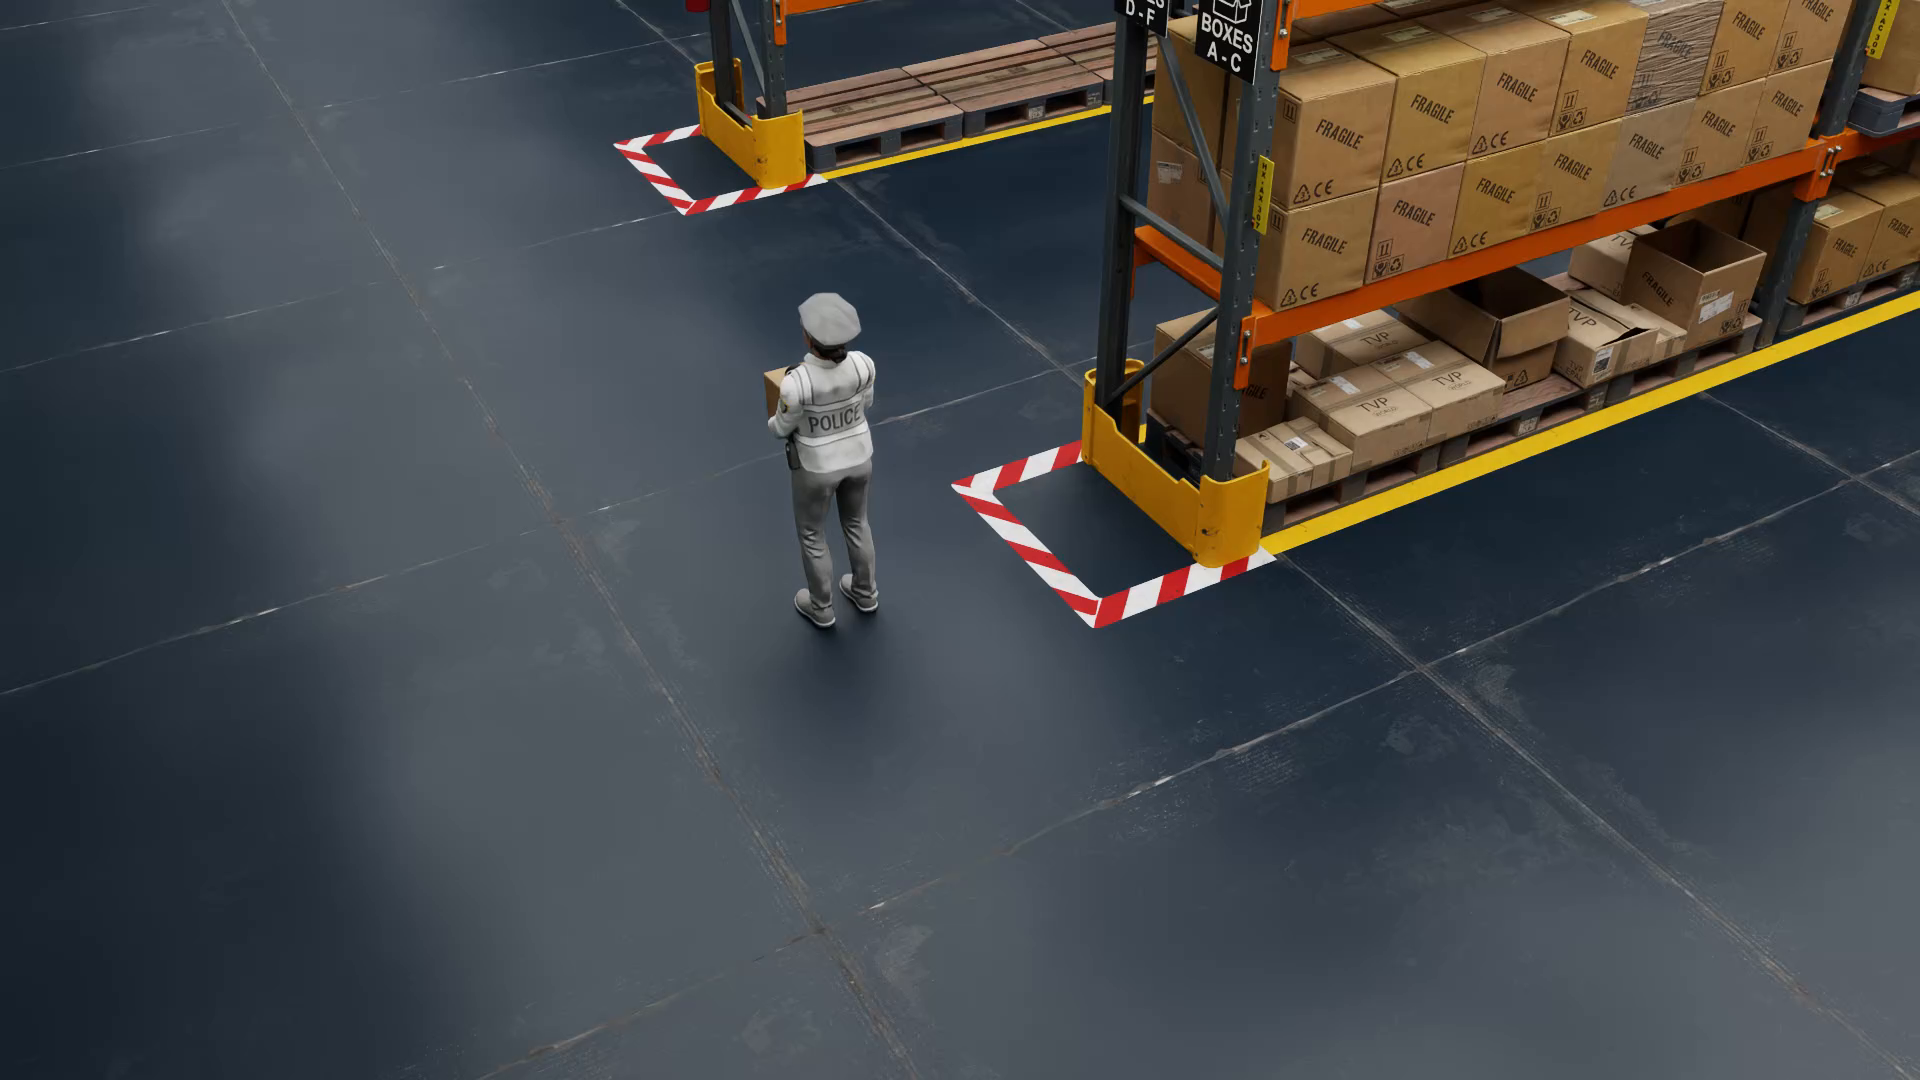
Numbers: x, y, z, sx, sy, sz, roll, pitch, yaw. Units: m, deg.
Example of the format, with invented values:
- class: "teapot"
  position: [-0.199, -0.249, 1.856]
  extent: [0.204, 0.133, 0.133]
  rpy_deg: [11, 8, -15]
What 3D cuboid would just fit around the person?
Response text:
- class: "person"
  position: [-0.602, -0.377, 7.352]
  extent: [0.461, 1.687, 0.556]
  rpy_deg: [-19, 41, -24]
